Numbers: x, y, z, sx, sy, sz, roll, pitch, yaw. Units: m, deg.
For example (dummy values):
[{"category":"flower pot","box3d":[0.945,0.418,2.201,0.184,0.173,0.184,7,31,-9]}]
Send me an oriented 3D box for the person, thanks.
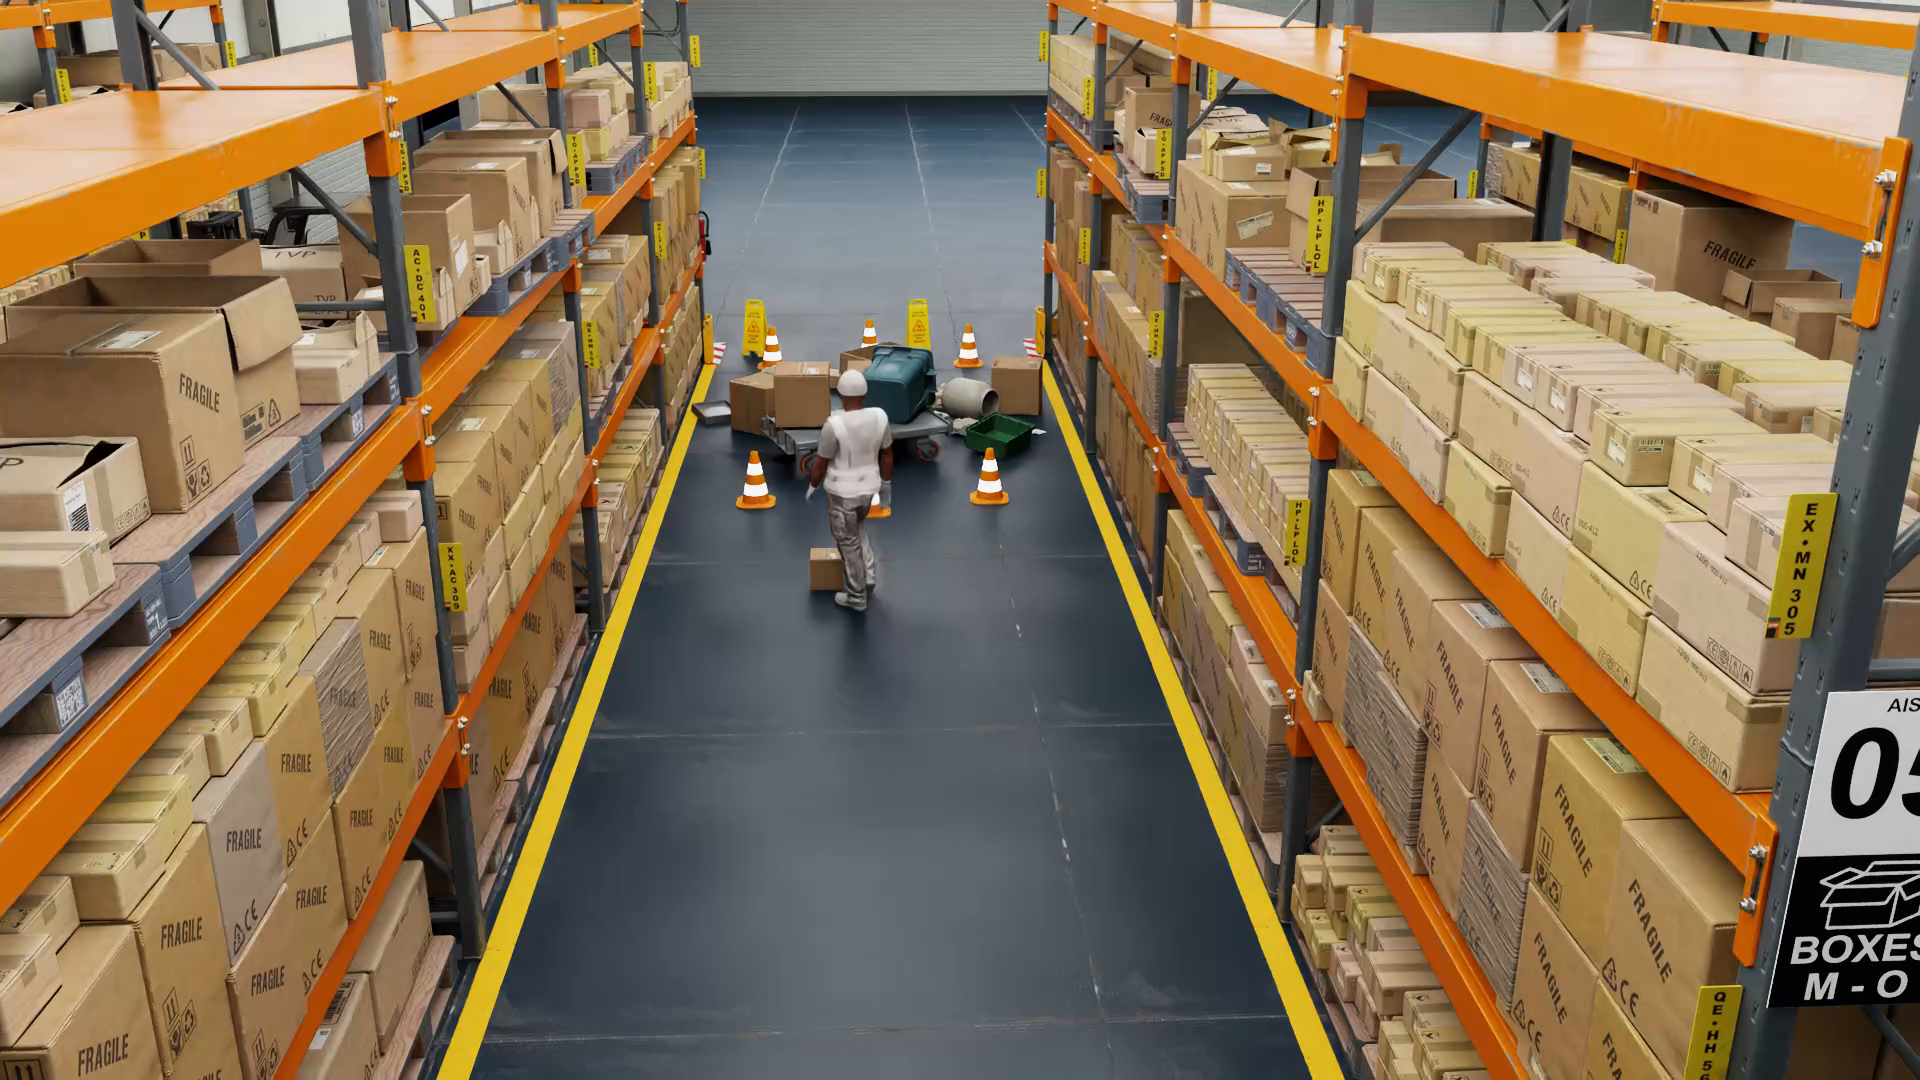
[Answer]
[{"category":"person","box3d":[-0.806,-0.354,12.002,0.570,1.820,0.474,-17,26,-39]}]
